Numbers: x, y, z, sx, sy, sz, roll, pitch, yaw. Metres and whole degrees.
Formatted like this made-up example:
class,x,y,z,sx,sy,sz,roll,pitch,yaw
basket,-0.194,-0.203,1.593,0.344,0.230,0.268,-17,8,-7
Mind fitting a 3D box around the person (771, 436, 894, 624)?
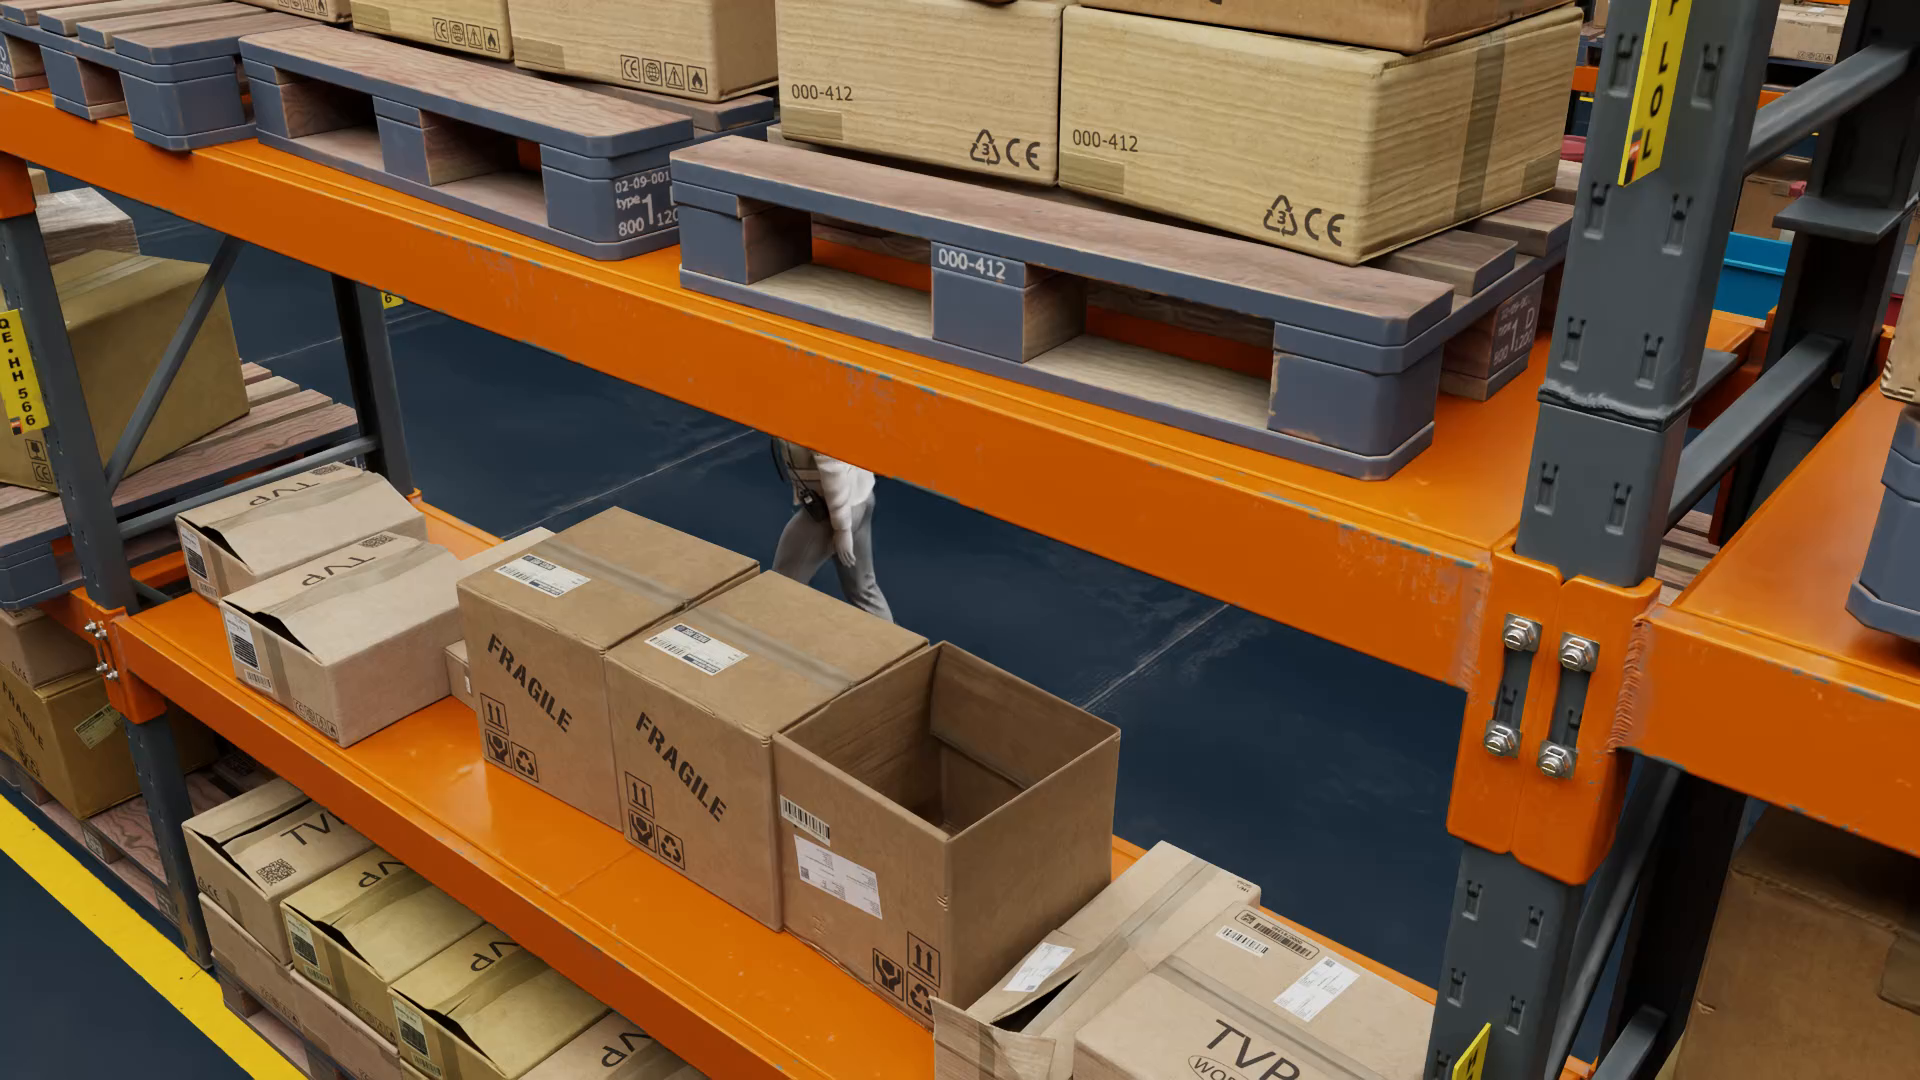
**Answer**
class,x,y,z,sx,sy,sz,roll,pitch,yaw
person,-0.470,-0.125,6.327,0.507,1.682,0.512,4,28,8
